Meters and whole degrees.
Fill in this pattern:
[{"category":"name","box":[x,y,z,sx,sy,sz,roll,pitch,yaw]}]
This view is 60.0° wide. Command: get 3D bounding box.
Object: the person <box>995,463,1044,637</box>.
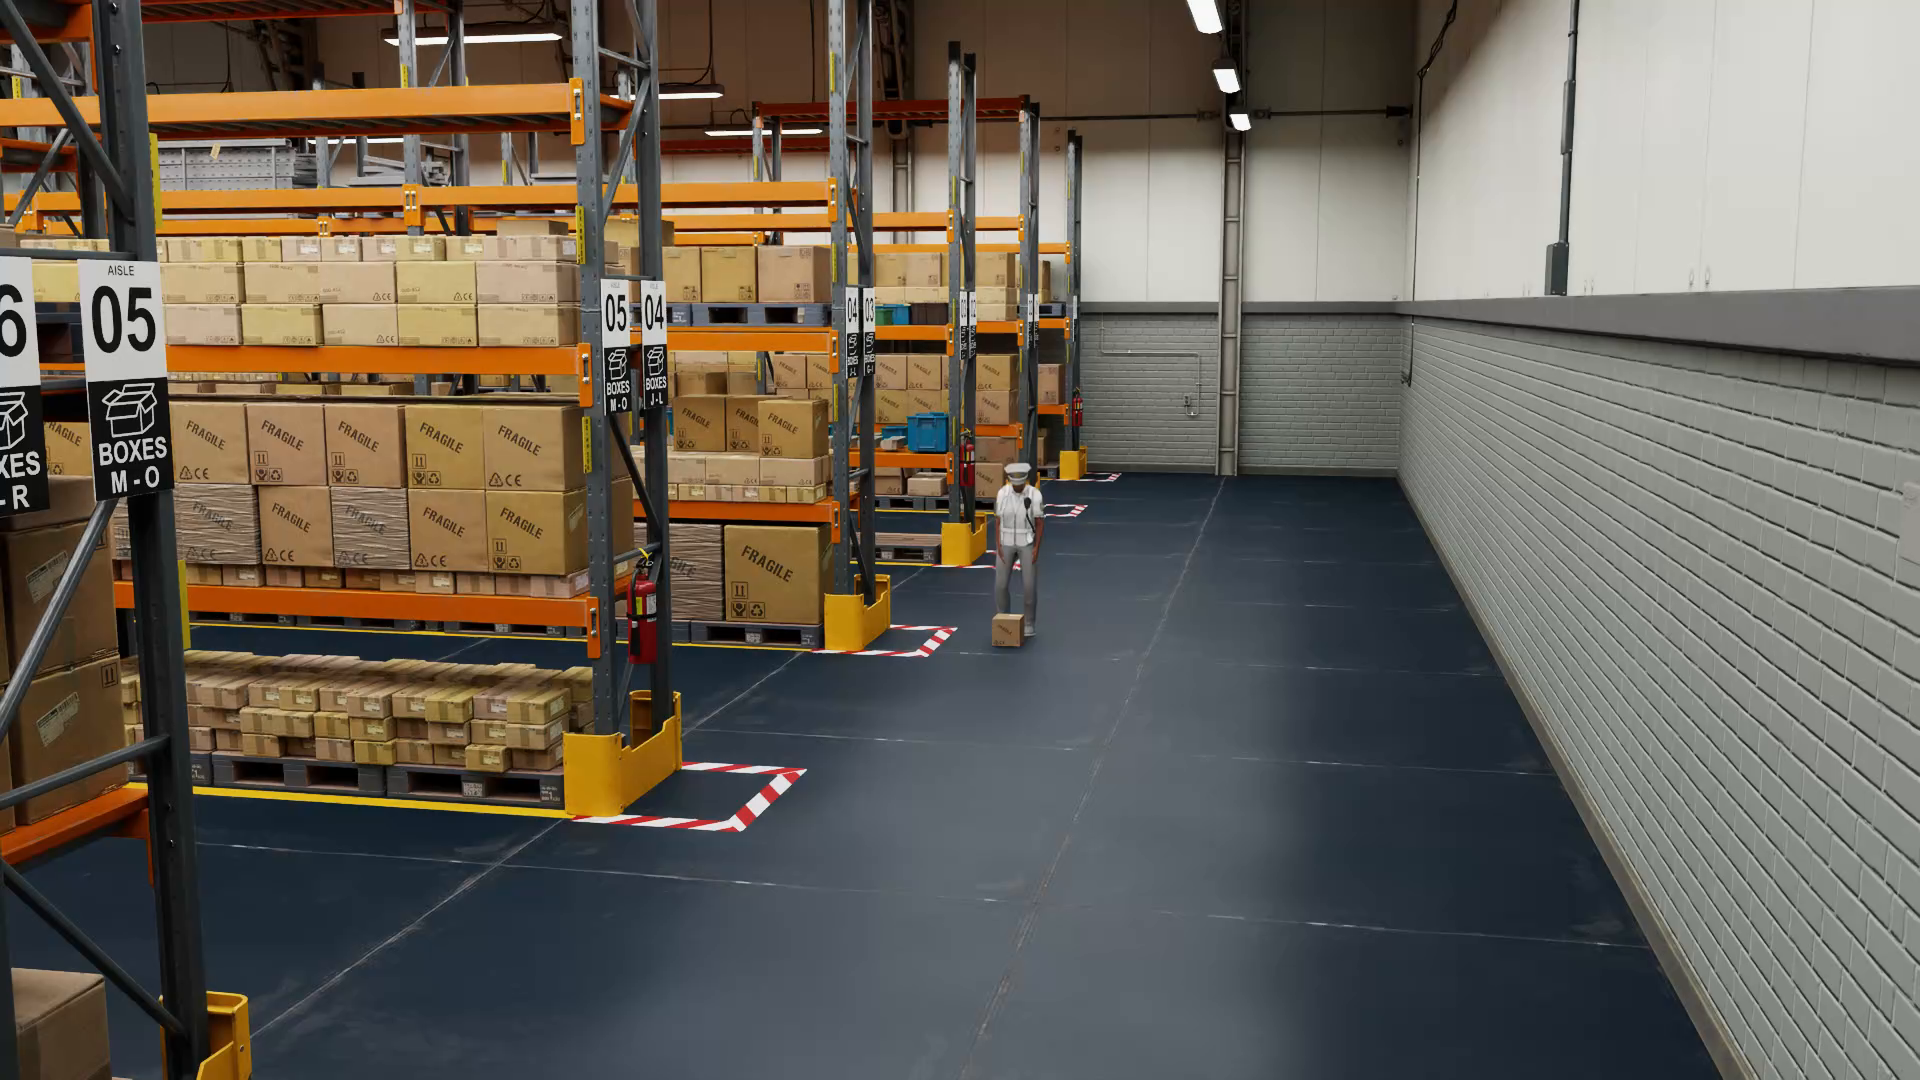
[{"category":"person","box":[0.551,0.086,15.435,0.461,1.615,0.460,2,8,13]}]
